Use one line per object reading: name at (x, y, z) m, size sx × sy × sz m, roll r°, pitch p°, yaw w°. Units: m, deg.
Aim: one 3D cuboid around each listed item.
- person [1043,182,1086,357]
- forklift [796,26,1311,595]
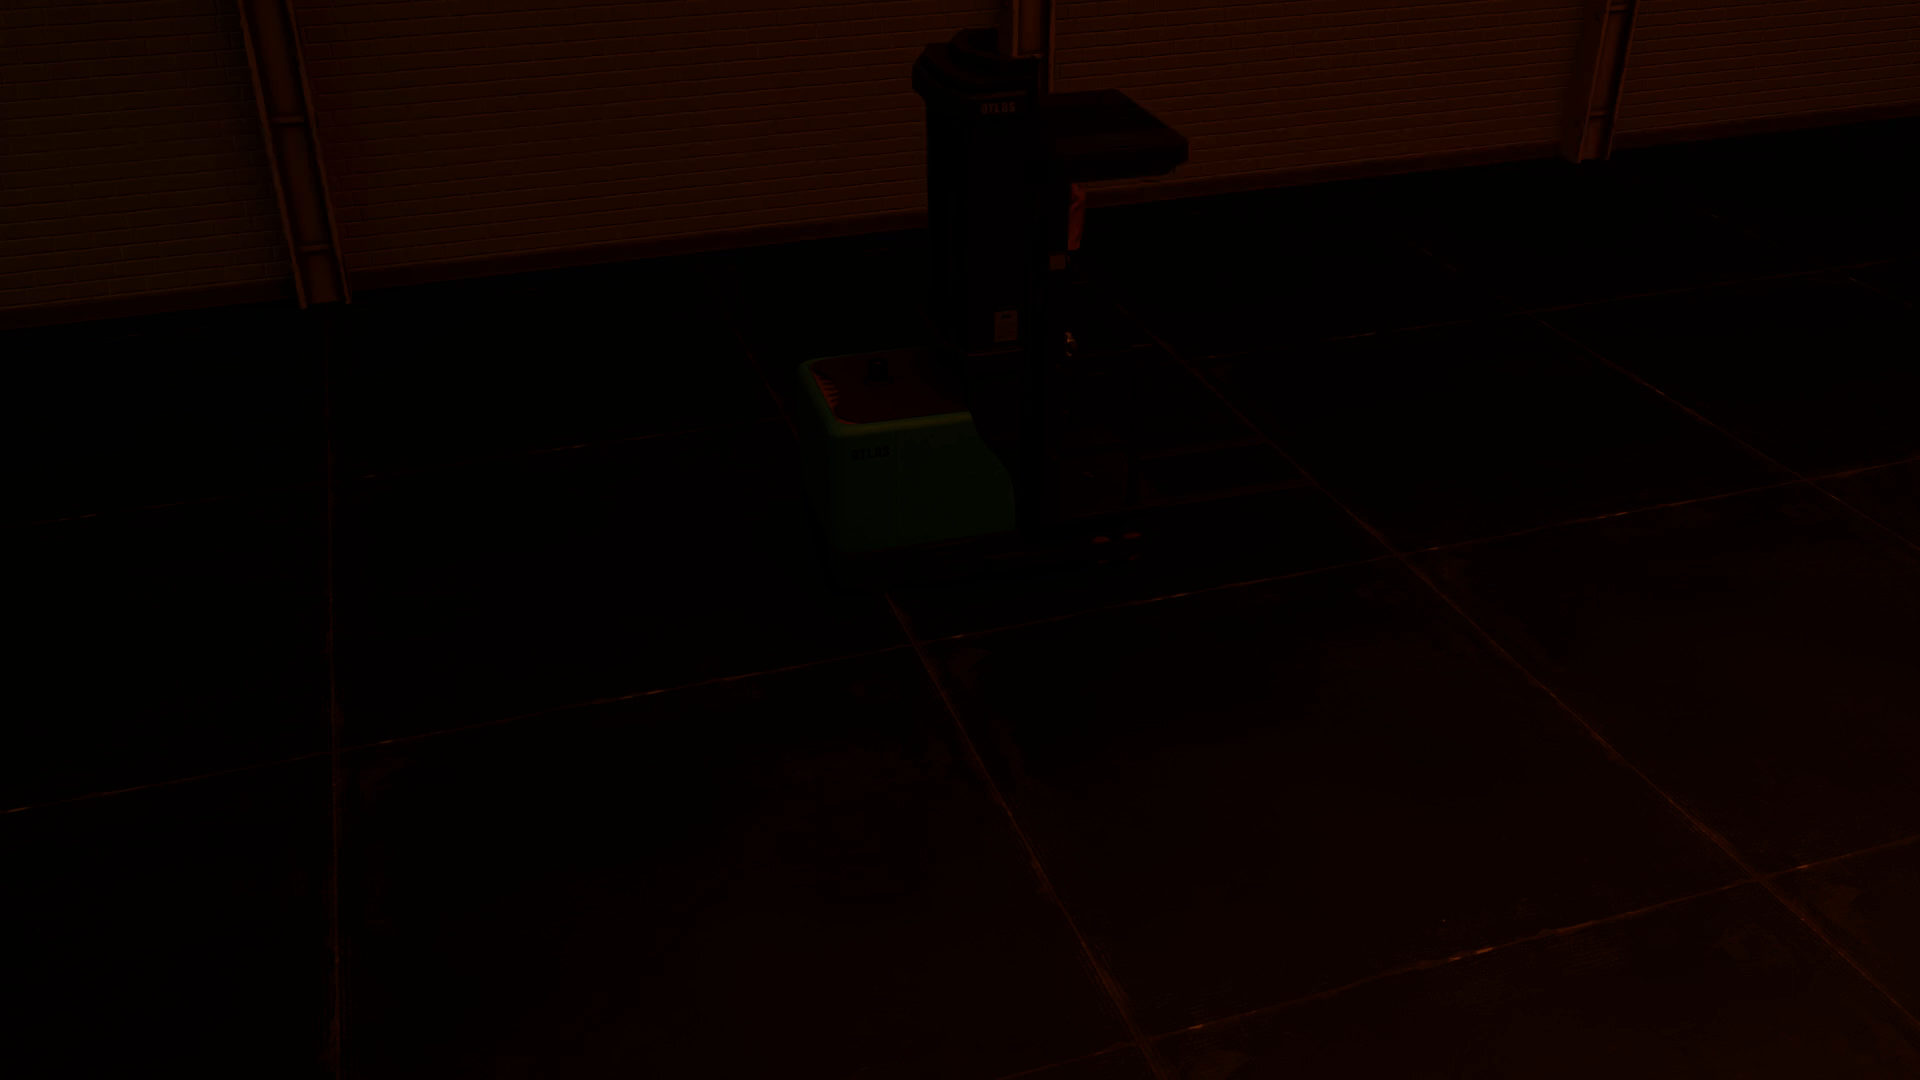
person at (0.761, -2.152, 12.163) m, size 0.318 × 1.603 × 0.405 m, roll 2°, pitch 30°, yaw 4°
forklift at (0.606, -1.369, 9.466) m, size 3.031 × 2.935 × 1.130 m, roll -8°, pitch 31°, yaw -14°
